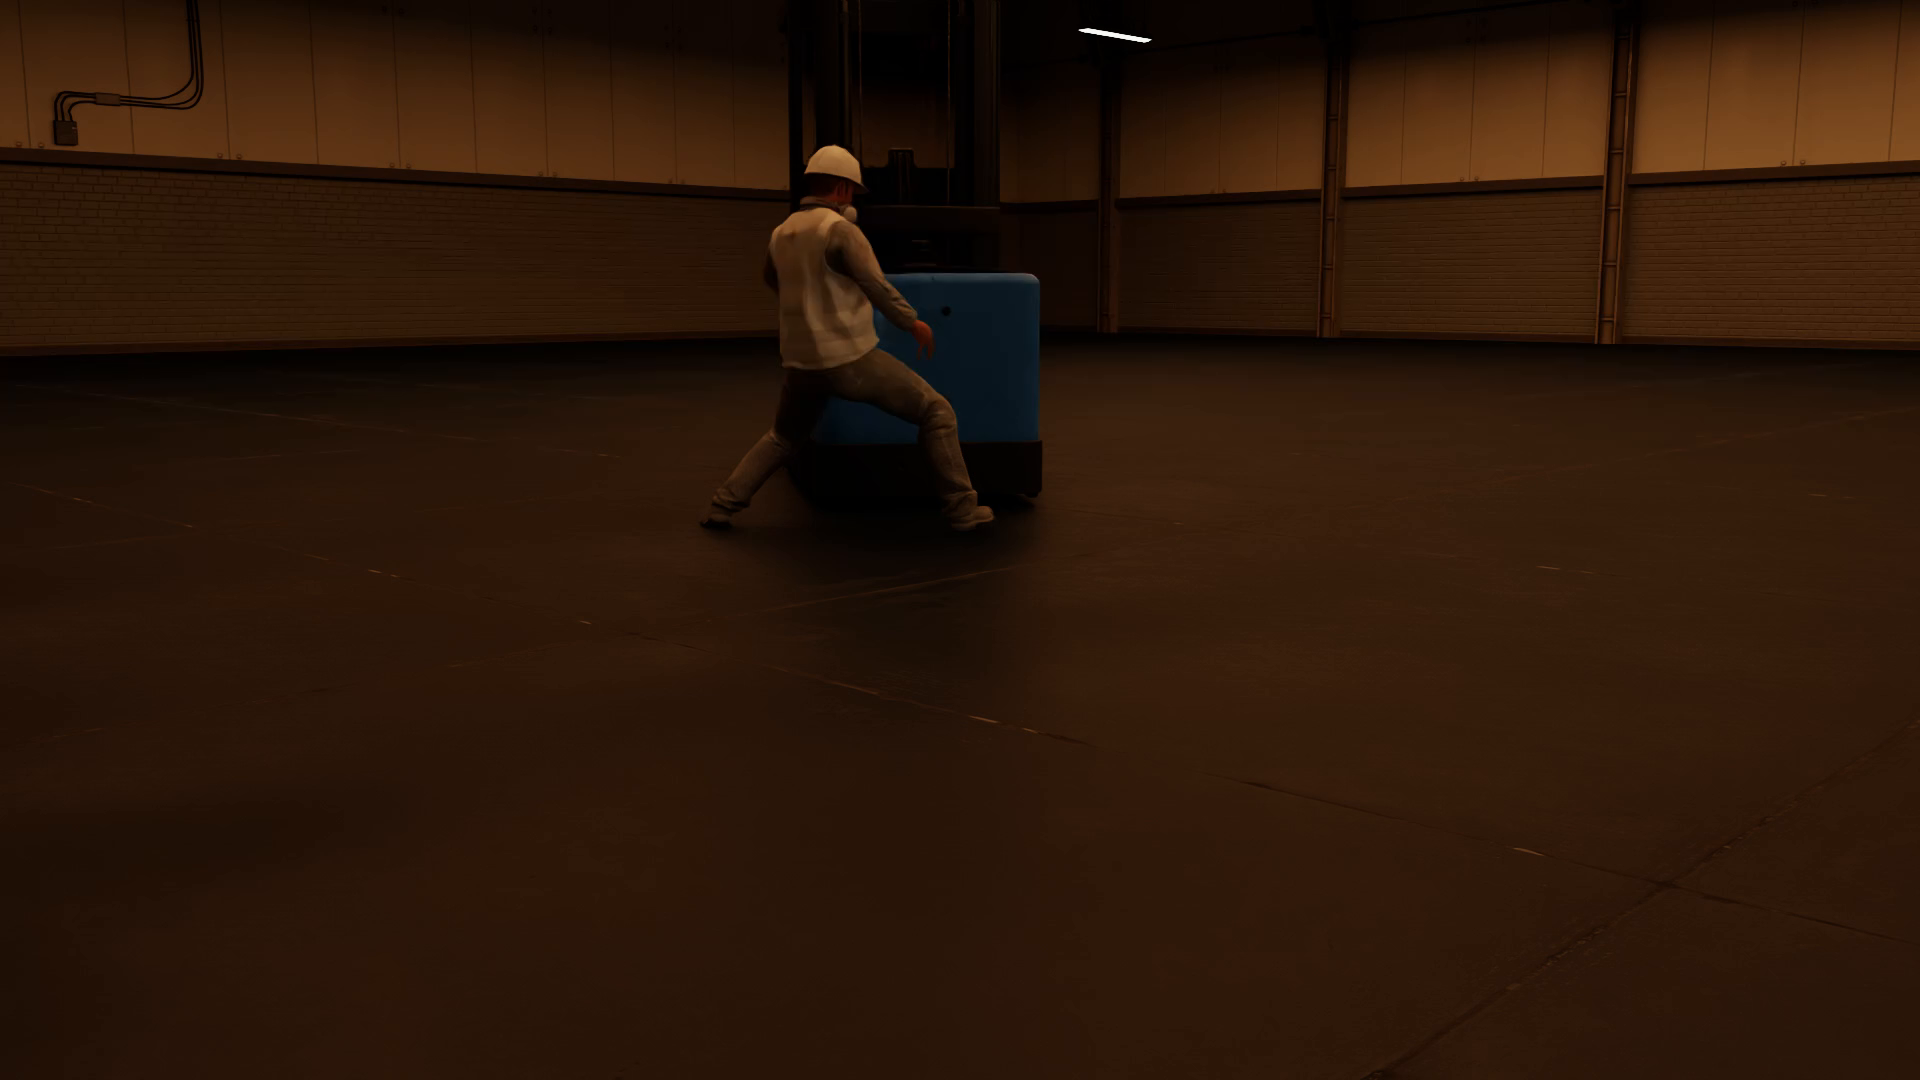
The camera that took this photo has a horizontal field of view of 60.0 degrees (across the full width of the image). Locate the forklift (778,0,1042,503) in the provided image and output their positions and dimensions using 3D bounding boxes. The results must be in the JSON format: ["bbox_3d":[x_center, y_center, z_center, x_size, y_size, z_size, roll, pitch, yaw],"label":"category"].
[{"bbox_3d":[-0.378,-1.803,8.846,1.130,2.935,3.031,-1,9,-10],"label":"forklift"}]

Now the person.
[{"bbox_3d":[-0.488,-0.825,6.987,0.952,1.619,1.052,-8,12,-42],"label":"person"}]
